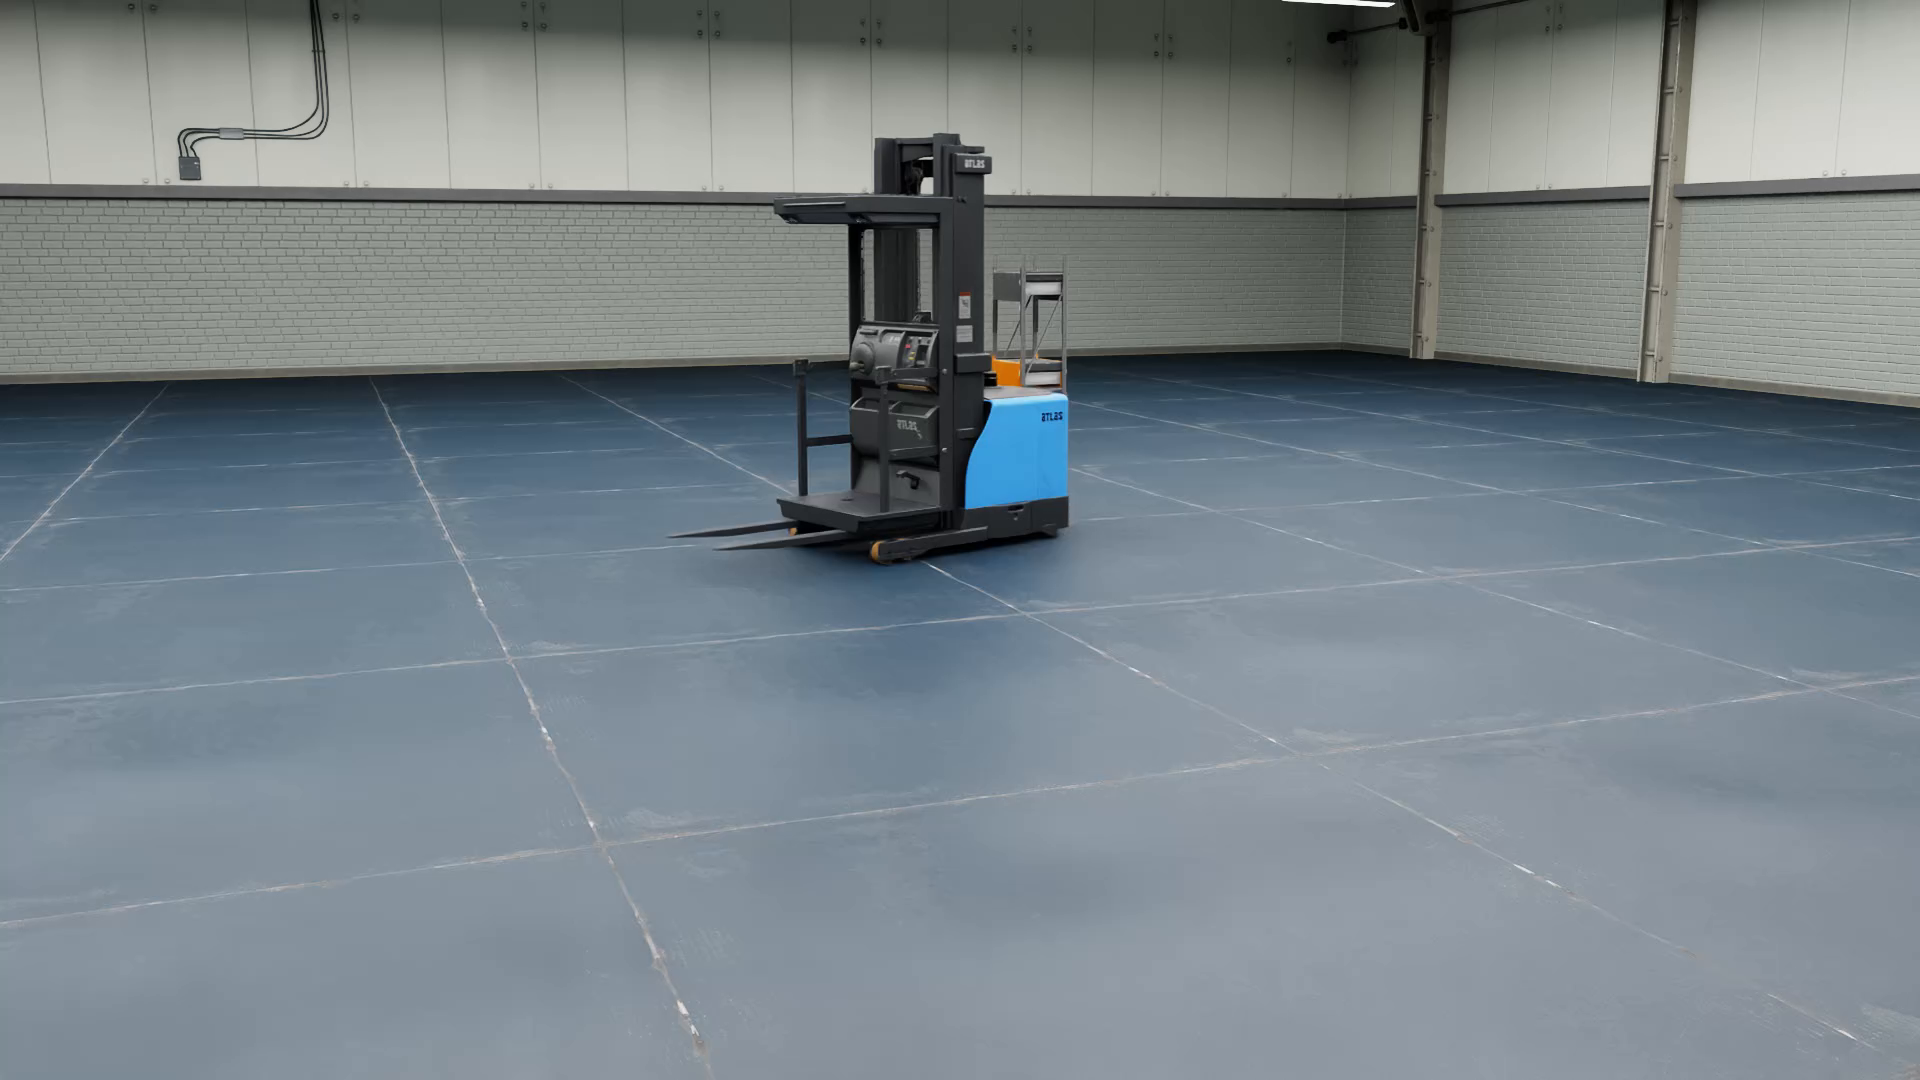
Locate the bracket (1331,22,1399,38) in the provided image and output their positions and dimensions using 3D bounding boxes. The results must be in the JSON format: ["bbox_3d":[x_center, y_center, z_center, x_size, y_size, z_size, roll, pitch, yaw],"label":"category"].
[{"bbox_3d":[7.832,-10.060,33.003,0.076,0.066,3.189,-4,11,-21],"label":"bracket"}]

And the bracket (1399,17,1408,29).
[{"bbox_3d":[8.477,-9.770,31.371,0.235,0.232,0.430,-4,11,-21],"label":"bracket"}]

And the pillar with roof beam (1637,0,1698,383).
[{"bbox_3d":[7.120,-6.700,24.390,9.100,9.000,0.400,-4,11,-21],"label":"pillar with roof beam"}]

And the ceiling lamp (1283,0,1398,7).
[{"bbox_3d":[5.735,-9.881,25.605,2.000,3.185,0.800,-4,11,-21],"label":"ceiling lamp"}]

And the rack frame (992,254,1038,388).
[{"bbox_3d":[0.446,-1.261,13.514,0.400,2.100,0.015,-5,11,-25],"label":"rack frame"}]

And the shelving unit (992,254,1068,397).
[{"bbox_3d":[0.551,-1.223,13.297,0.431,2.100,0.503,-5,11,-25],"label":"shelving unit"}]

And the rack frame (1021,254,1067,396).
[{"bbox_3d":[0.656,-1.185,13.080,0.400,2.100,0.015,-5,11,-25],"label":"rack frame"}]

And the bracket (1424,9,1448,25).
[{"bbox_3d":[8.778,-9.634,30.609,0.235,0.232,0.430,-4,11,-21],"label":"bracket"}]

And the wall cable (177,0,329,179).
[{"bbox_3d":[-11.382,-8.792,26.443,2.305,6.003,0.169,-4,11,-21],"label":"wall cable"}]

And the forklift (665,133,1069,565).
[{"bbox_3d":[-0.631,-1.376,11.788,3.031,2.935,1.130,-8,13,-39],"label":"forklift"}]

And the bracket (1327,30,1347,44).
[{"bbox_3d":[7.618,-10.157,33.545,0.235,0.232,0.430,-4,11,-21],"label":"bracket"}]

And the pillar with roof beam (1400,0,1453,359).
[{"bbox_3d":[4.946,-7.679,29.896,9.100,9.000,0.548,-4,11,-21],"label":"pillar with roof beam"}]

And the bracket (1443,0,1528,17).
[{"bbox_3d":[9.711,-9.214,28.245,0.076,0.066,4.783,-4,11,-21],"label":"bracket"}]

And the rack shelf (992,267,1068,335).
[{"bbox_3d":[0.550,-1.899,13.178,0.431,0.518,0.480,-5,11,-25],"label":"rack shelf"}]

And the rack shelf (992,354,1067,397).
[{"bbox_3d":[0.551,-1.209,13.300,0.431,0.518,0.480,-5,11,-25],"label":"rack shelf"}]
